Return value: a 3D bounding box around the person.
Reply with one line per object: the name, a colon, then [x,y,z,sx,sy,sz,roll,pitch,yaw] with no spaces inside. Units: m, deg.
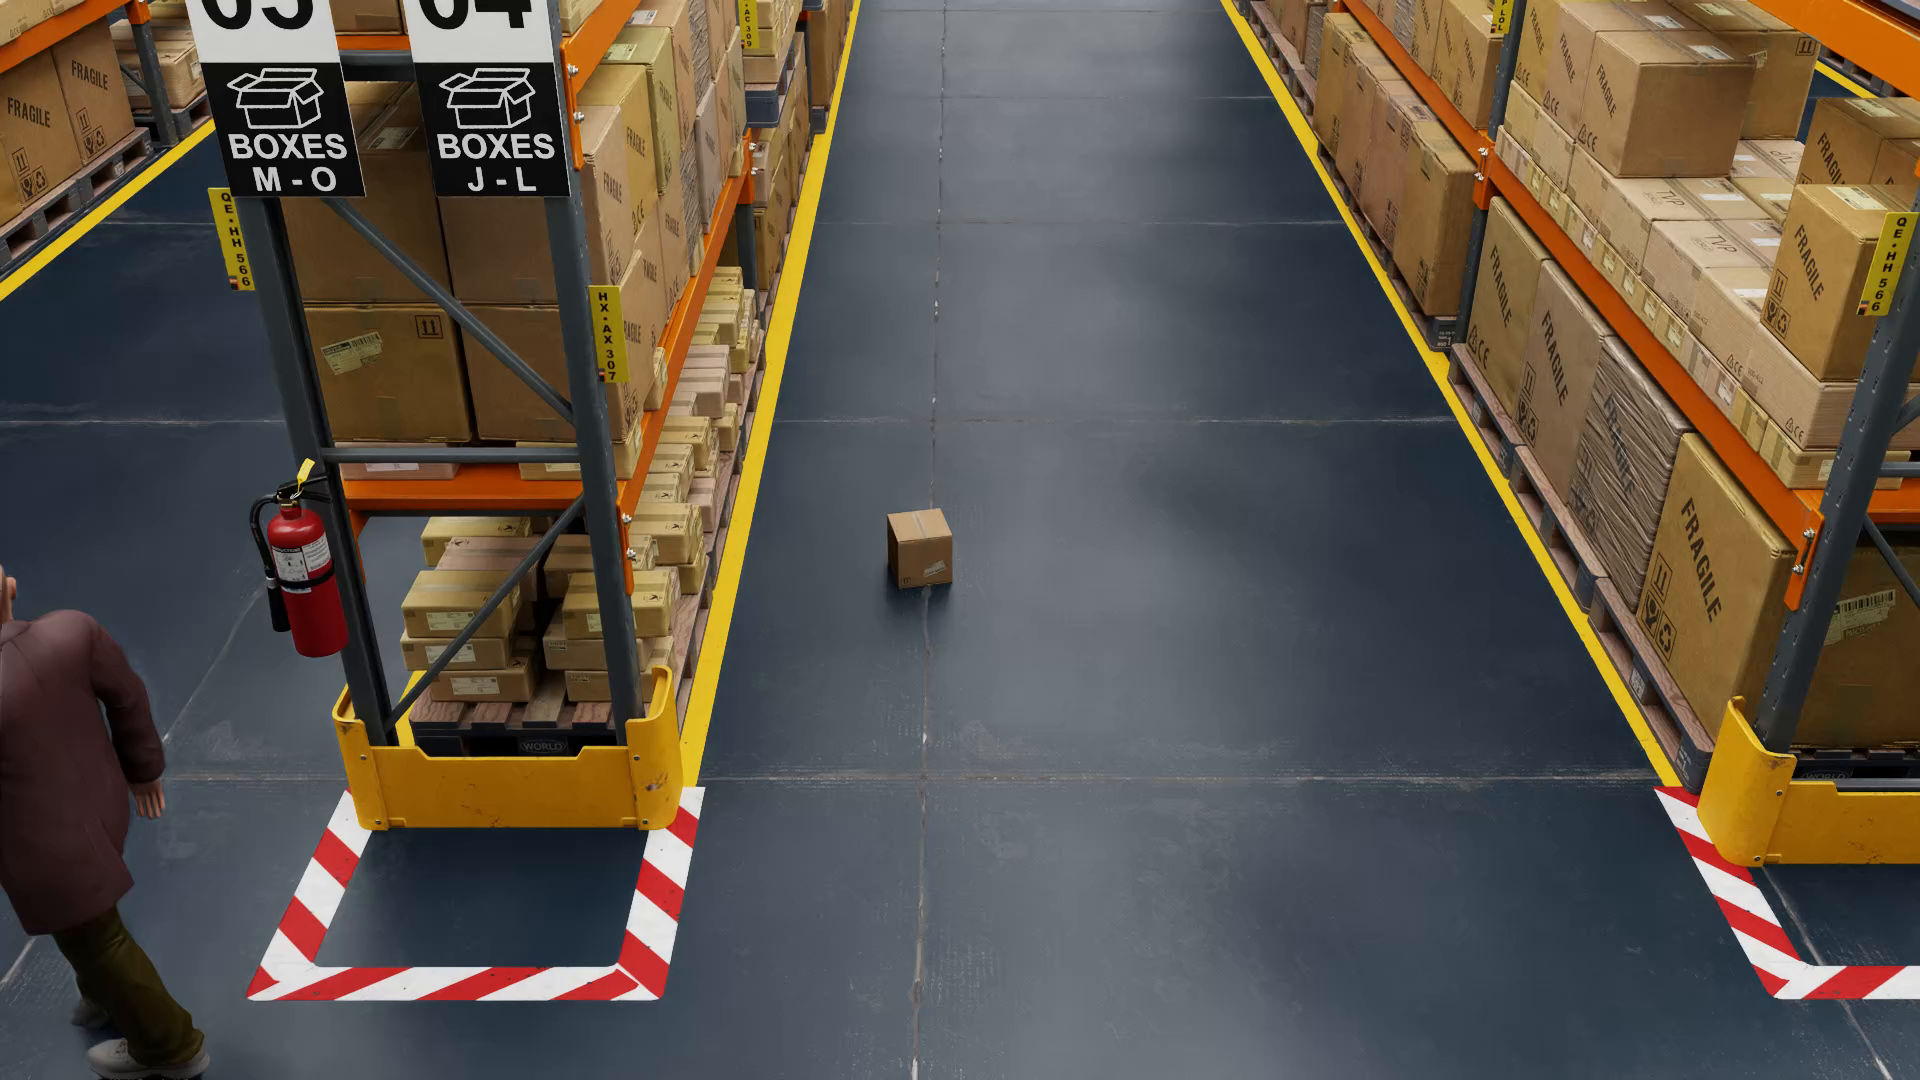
person: [-2.599,0.839,4.798,0.663,1.848,0.598,9,32,14]
